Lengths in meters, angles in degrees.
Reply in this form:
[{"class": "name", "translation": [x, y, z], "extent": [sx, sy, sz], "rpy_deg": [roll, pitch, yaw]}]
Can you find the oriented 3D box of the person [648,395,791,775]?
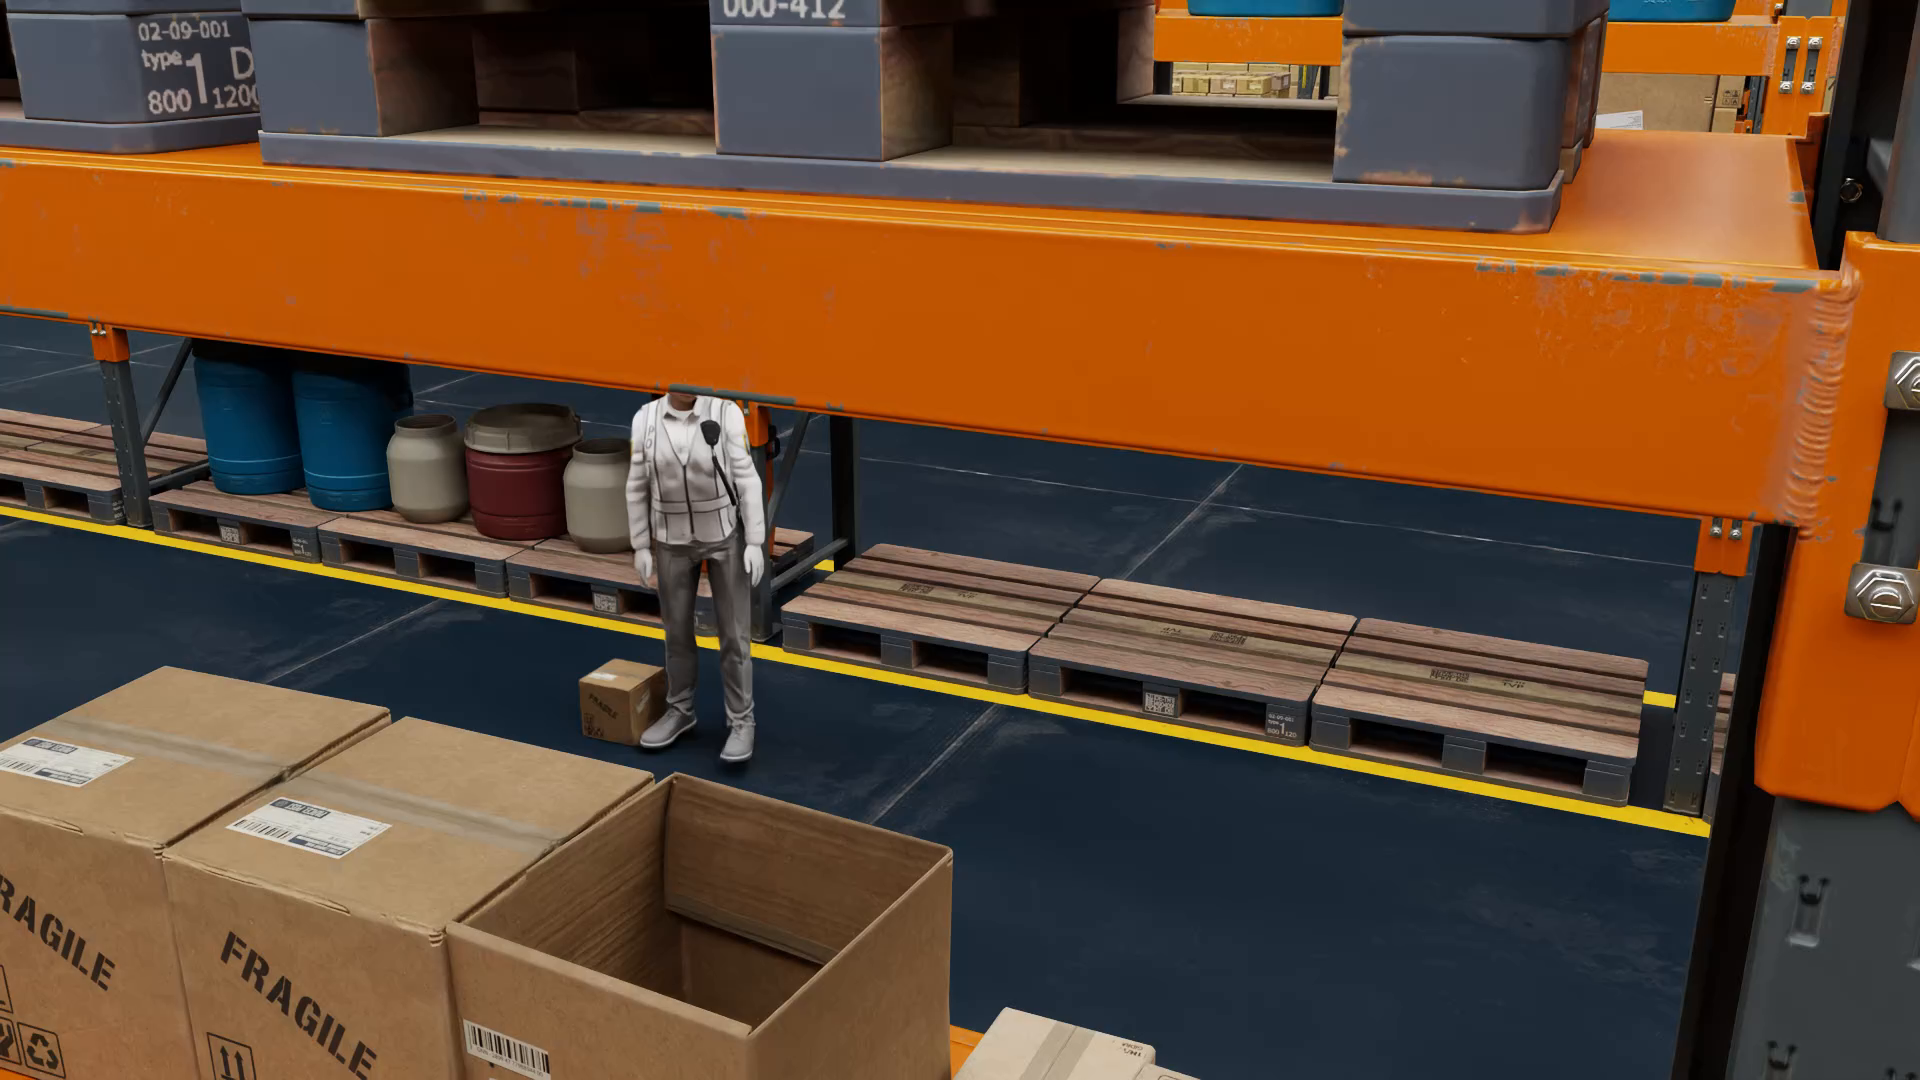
[{"class": "person", "translation": [-0.928, 0.063, 6.361], "extent": [0.507, 1.672, 0.537], "rpy_deg": [-7, 20, -18]}]
